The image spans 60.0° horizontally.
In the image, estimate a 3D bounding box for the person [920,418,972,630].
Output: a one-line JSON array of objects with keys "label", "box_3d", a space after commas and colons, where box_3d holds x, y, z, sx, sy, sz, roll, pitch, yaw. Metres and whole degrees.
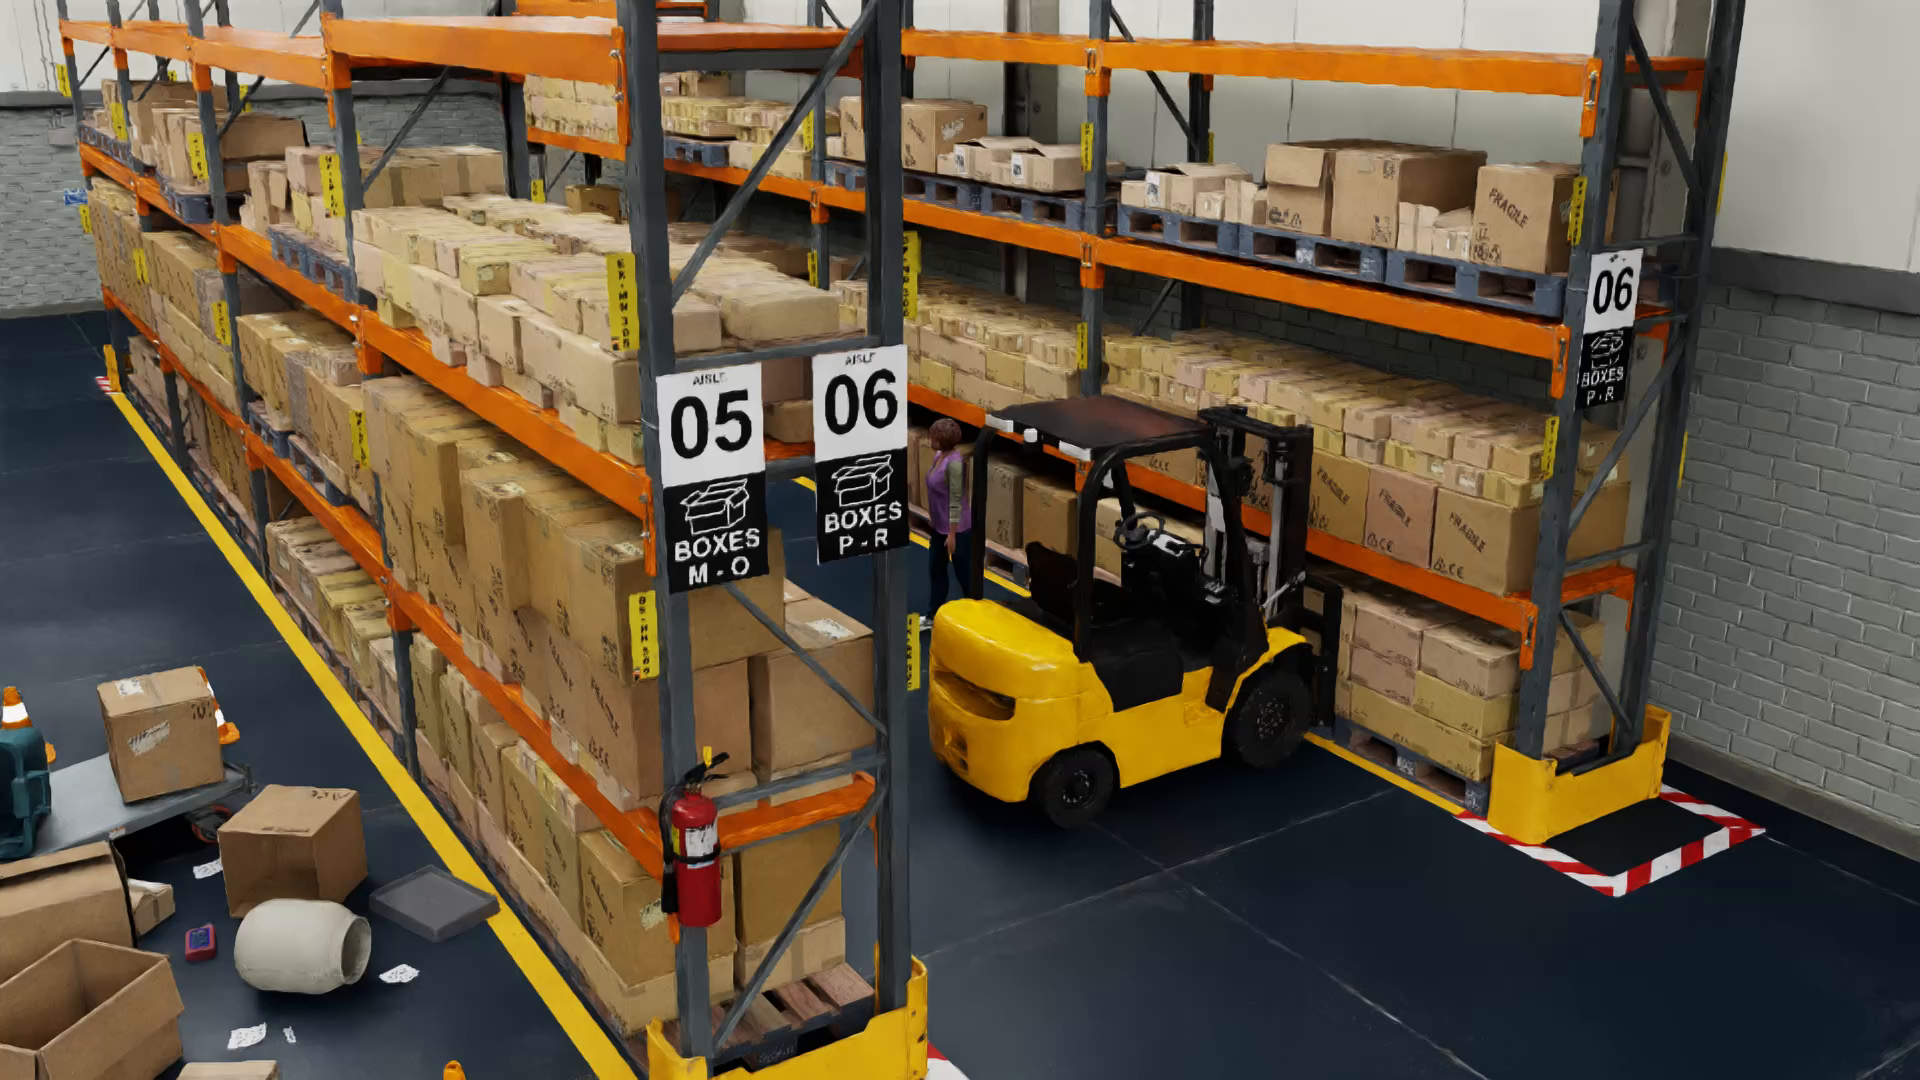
[{"label": "person", "box_3d": [-0.111, -0.088, 11.764, 0.532, 1.591, 0.550, -7, 20, -20]}]
